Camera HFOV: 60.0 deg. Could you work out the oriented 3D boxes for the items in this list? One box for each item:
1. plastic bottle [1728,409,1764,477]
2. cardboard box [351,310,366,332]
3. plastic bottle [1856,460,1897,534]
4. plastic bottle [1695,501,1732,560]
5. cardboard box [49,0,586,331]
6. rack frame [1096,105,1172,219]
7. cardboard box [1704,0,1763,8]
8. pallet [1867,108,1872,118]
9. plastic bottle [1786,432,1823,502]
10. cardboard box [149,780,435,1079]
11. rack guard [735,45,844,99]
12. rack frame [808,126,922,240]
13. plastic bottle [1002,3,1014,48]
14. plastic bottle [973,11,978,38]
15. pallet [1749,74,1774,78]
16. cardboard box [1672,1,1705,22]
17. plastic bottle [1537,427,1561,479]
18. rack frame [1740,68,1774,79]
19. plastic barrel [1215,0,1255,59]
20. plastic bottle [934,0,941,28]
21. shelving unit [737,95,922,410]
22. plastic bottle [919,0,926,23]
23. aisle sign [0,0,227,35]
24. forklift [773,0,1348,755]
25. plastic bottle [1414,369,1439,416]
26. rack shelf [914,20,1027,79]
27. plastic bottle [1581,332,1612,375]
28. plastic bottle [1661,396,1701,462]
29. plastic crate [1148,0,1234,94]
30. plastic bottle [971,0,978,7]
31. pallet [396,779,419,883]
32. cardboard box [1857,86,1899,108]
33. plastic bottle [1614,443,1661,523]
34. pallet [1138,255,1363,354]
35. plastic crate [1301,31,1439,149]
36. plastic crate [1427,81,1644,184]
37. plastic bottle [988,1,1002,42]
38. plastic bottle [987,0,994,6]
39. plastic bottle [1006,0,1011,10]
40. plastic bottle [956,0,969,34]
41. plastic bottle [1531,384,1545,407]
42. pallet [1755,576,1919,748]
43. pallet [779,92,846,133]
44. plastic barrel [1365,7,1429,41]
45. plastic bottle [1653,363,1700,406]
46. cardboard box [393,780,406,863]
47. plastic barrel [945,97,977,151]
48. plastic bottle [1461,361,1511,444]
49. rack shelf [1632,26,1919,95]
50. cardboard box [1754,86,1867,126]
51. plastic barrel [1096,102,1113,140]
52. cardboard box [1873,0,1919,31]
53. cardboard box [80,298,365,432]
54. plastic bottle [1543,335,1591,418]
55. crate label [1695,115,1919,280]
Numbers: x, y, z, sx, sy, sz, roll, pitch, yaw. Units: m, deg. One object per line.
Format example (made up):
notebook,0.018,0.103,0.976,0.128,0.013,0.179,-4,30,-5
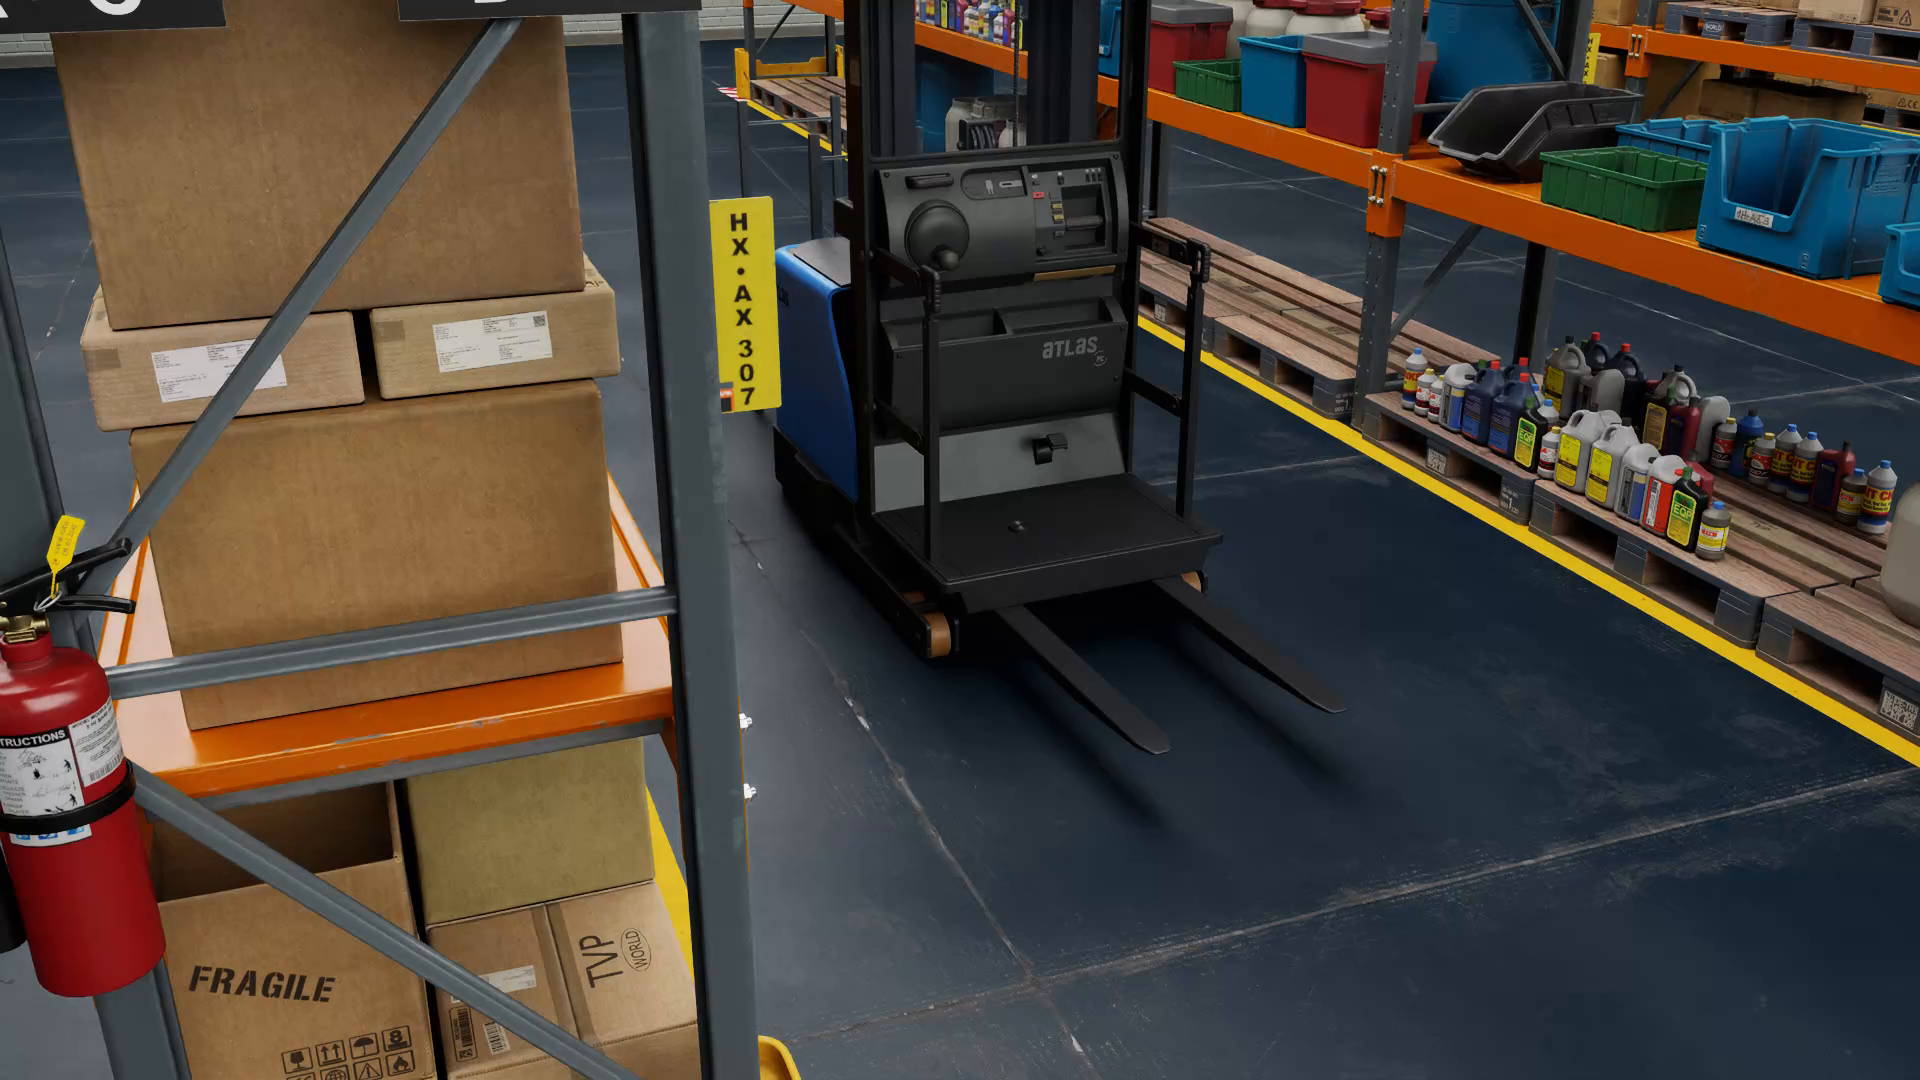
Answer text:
plastic bottle,3.212,-0.401,6.786,0.097,0.271,0.097,0,23,0
cardboard box,-1.189,-0.249,3.350,0.700,0.500,0.500,-8,24,-18
plastic bottle,3.440,-0.167,6.230,0.097,0.271,0.097,0,23,0
plastic bottle,2.730,-0.040,6.020,0.097,0.201,0.097,0,23,0
cardboard box,-1.018,-0.676,2.693,0.700,0.500,0.500,-8,24,-19
rack frame,0.963,-3.426,11.018,1.000,3.000,0.127,-8,24,-19
cardboard box,5.825,-4.155,12.076,0.500,0.500,0.500,-12,25,-25
pallet,9.136,-4.636,17.477,1.003,0.211,1.213,-8,24,-19
plastic bottle,3.319,-0.291,6.525,0.097,0.271,0.097,0,23,0
cardboard box,-1.314,0.733,3.184,0.500,0.500,0.500,-8,24,-19
rack guard,-1.884,-5.188,18.416,1.175,0.500,0.348,-8,24,-19
rack frame,-0.395,-1.022,7.243,0.500,1.500,0.032,-10,25,-22
plastic bottle,0.340,-3.545,11.449,0.061,0.283,0.133,-8,24,-19
plastic bottle,0.144,-3.729,11.990,0.097,0.201,0.097,0,23,0
pallet,8.589,-5.157,18.715,1.003,0.211,1.213,-8,24,-19
cardboard box,5.680,-4.366,13.118,0.500,0.500,0.500,-8,24,-17
plastic bottle,2.418,-0.361,6.782,0.097,0.201,0.097,0,23,0
rack frame,8.860,-6.203,17.606,1.000,3.000,0.127,-8,24,-19
plastic barrel,1.675,-2.980,9.815,0.421,0.512,0.421,0,23,0
plastic bottle,-0.112,-4.087,12.647,0.144,0.351,0.185,-8,24,-19
shelving unit,-0.599,-1.202,7.672,0.538,1.500,1.048,-10,25,-22
plastic bottle,-0.234,-4.182,12.969,0.152,0.276,0.135,-8,24,-19
aisle sign,-1.098,-0.975,1.855,0.394,0.787,0.004,-8,24,-19
forklift,0.251,-1.127,5.650,1.130,2.935,3.031,-10,25,-22
plastic bottle,2.115,-0.673,7.522,0.097,0.201,0.097,0,23,0
rack shelf,0.257,-3.822,12.881,1.077,0.370,4.000,-8,24,-19
plastic bottle,2.873,-0.761,7.537,0.144,0.351,0.185,-9,24,-20
plastic bottle,3.010,-0.468,6.930,0.061,0.283,0.133,-8,24,-19
plastic crate,1.248,-2.827,9.512,0.402,0.464,0.583,-8,24,-19
plastic bottle,0.087,-3.963,12.442,0.061,0.283,0.133,-8,24,-19
pallet,-1.583,0.729,4.749,1.003,0.211,1.213,-8,24,-19
cardboard box,9.259,-4.560,16.384,0.500,0.500,0.500,-8,24,-18
plastic bottle,2.618,-0.220,6.351,0.152,0.276,0.135,-9,24,-20
pallet,1.628,-1.412,9.829,1.003,0.211,1.213,-8,24,-19
plastic crate,1.919,-2.137,7.875,0.402,0.464,0.583,-8,24,-19
plastic crate,2.442,-1.737,7.089,0.767,0.338,0.504,-8,24,-19
plastic bottle,0.247,-3.655,11.725,0.097,0.271,0.097,0,23,0
plastic bottle,0.236,-4.333,13.334,0.097,0.271,0.097,0,23,0
plastic bottle,0.428,-4.275,13.190,0.152,0.276,0.135,-8,24,-19
plastic bottle,0.017,-3.876,12.235,0.061,0.283,0.133,-8,24,-19
plastic bottle,2.437,-0.532,7.097,0.097,0.271,0.097,0,23,0
pallet,3.436,0.448,5.415,1.003,0.211,1.213,-8,24,-19
pallet,-1.181,-4.301,16.682,1.003,0.211,1.213,-8,24,-19
plastic barrel,2.243,-2.413,8.439,0.433,0.535,0.433,0,23,0
plastic bottle,3.055,-0.574,7.093,0.144,0.351,0.185,-8,24,-19
cardboard box,-1.678,0.716,4.188,0.500,0.250,0.500,-8,24,-19
plastic barrel,0.092,-3.252,13.267,0.421,0.512,0.421,0,23,0
plastic bottle,2.273,-0.605,7.167,0.144,0.351,0.185,-8,24,-18
rack shelf,6.303,-3.048,11.045,1.077,0.370,4.000,-8,24,-19
cardboard box,6.058,-3.072,11.862,0.500,0.250,0.500,-6,23,-13
plastic barrel,0.774,-2.795,11.774,0.600,0.830,0.708,-8,24,-19
cardboard box,6.311,-3.511,10.544,0.797,0.503,0.637,-6,24,-14
cardboard box,-1.159,-0.299,2.634,0.380,0.149,0.250,-9,24,-20
plastic bottle,2.738,-0.741,7.490,0.144,0.351,0.185,-8,24,-19
crate label,2.886,-1.168,5.613,0.502,0.435,0.616,-8,24,-19
